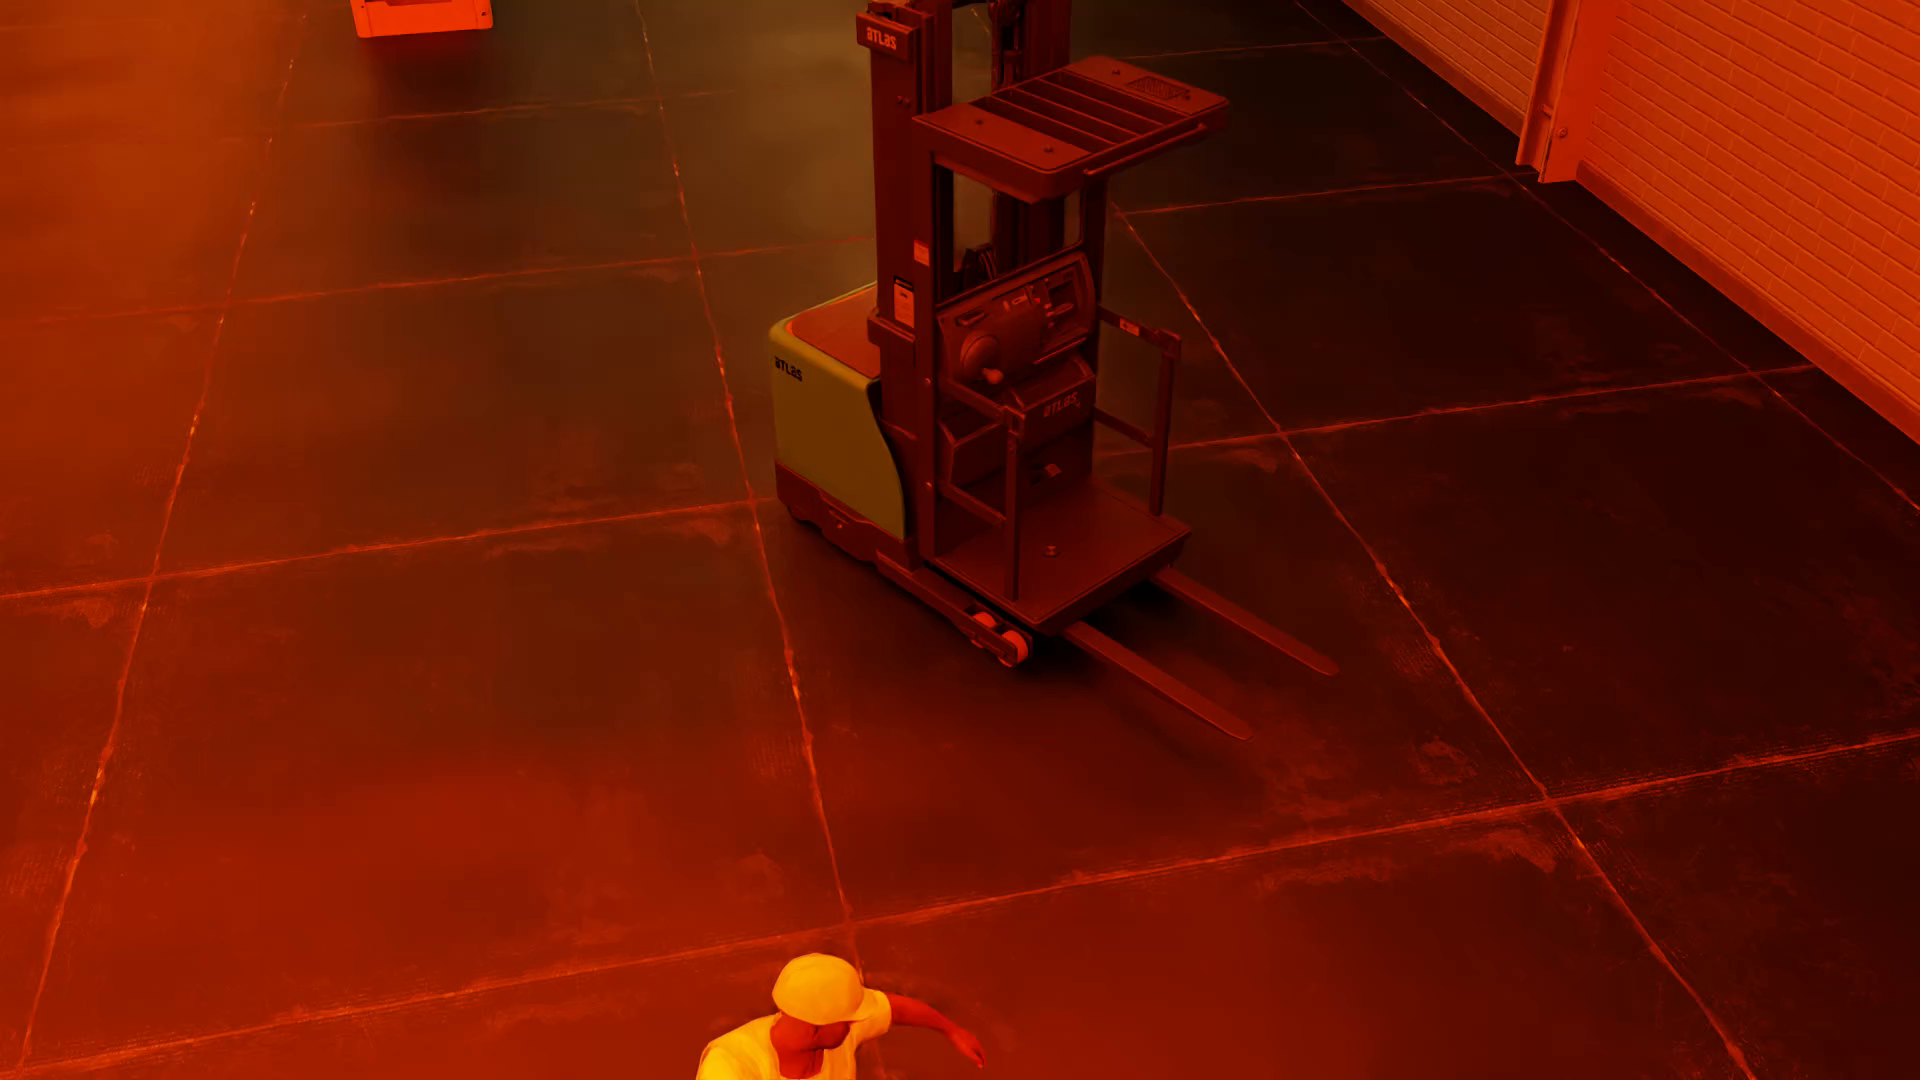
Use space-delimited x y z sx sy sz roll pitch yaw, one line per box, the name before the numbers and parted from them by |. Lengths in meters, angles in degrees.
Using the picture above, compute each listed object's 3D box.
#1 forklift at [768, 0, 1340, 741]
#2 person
forklift | 0.410 -0.941 7.357 1.130 2.935 3.031 -29 45 -34
person | -0.318 1.794 4.816 0.853 1.494 0.988 -2 36 -3
